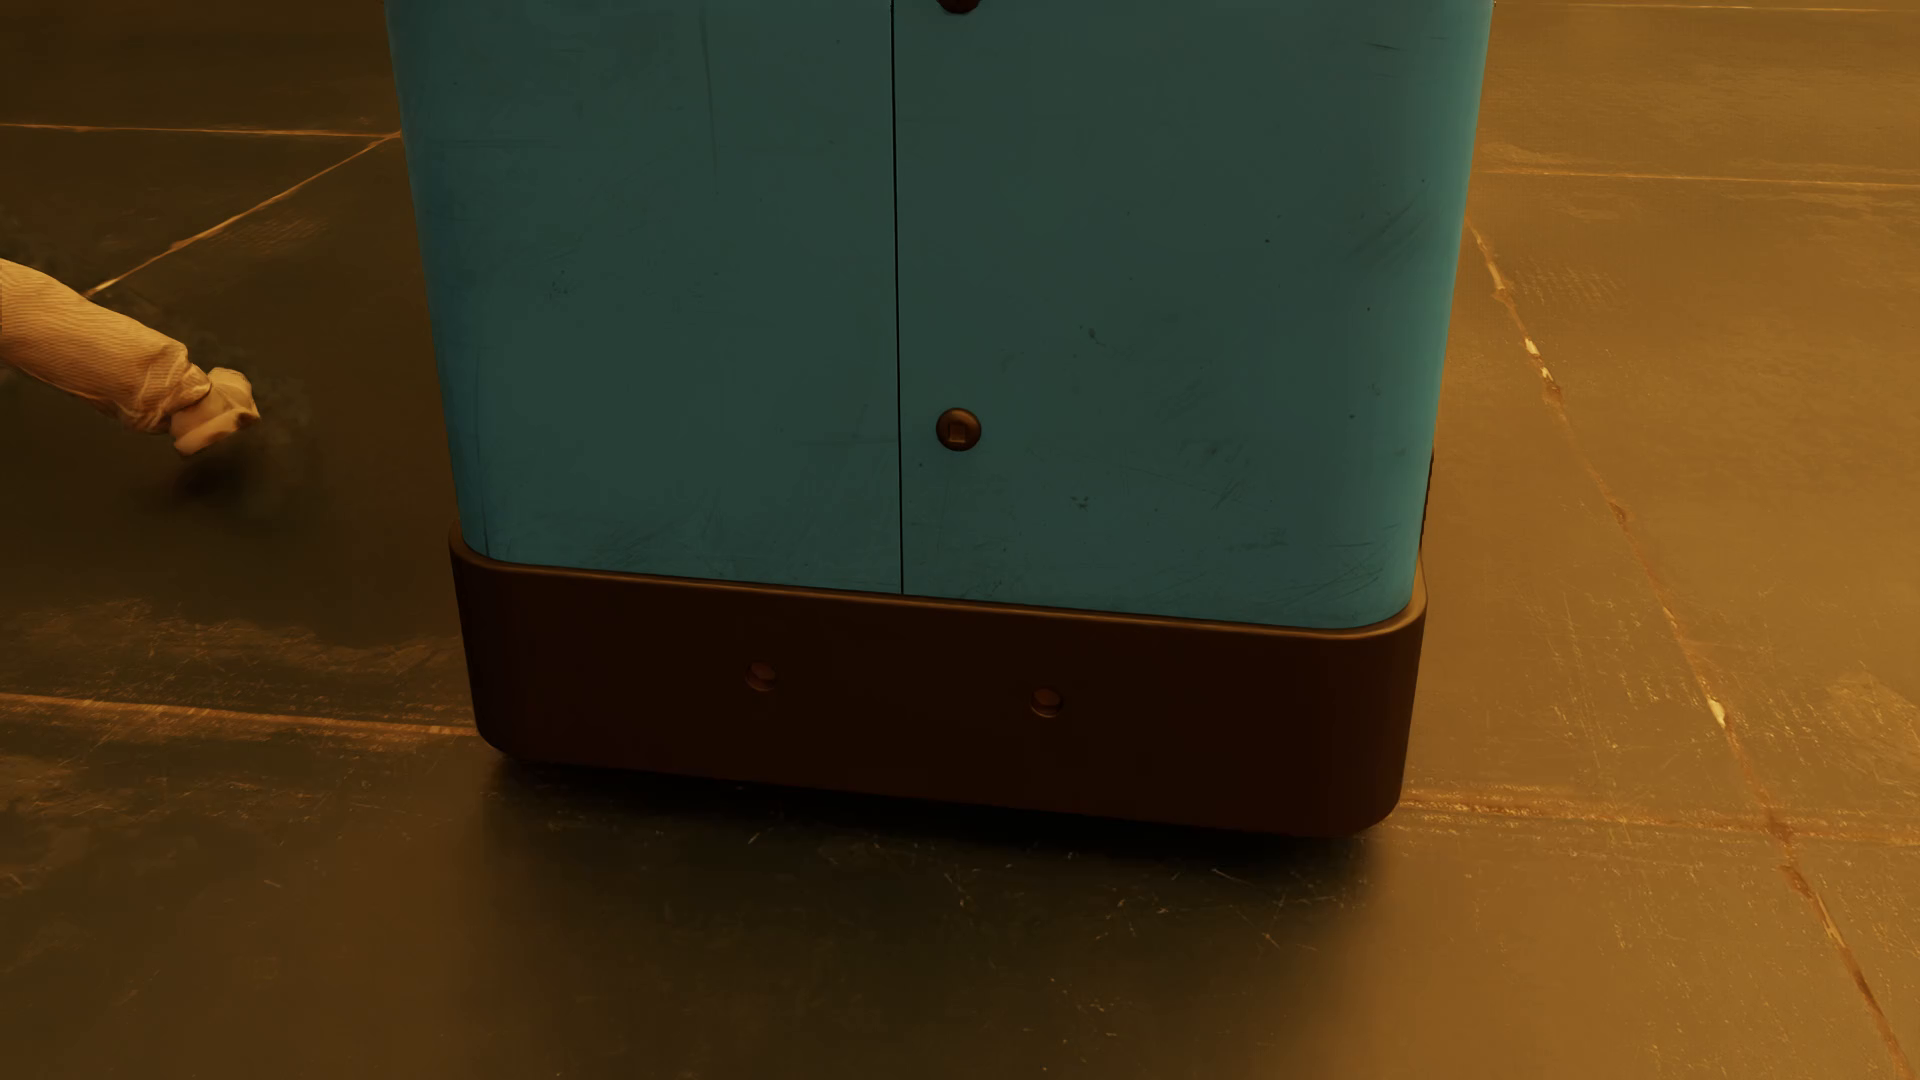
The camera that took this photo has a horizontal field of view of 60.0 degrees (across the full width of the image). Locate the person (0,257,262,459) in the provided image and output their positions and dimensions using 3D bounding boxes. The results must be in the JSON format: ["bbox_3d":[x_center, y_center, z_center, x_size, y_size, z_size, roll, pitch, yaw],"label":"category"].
[{"bbox_3d":[-1.635,-0.877,2.563,0.909,1.559,1.069,-15,30,-28],"label":"person"}]

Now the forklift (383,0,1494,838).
[{"bbox_3d":[0.195,-1.637,2.498,1.130,2.935,3.031,4,27,9],"label":"forklift"}]
